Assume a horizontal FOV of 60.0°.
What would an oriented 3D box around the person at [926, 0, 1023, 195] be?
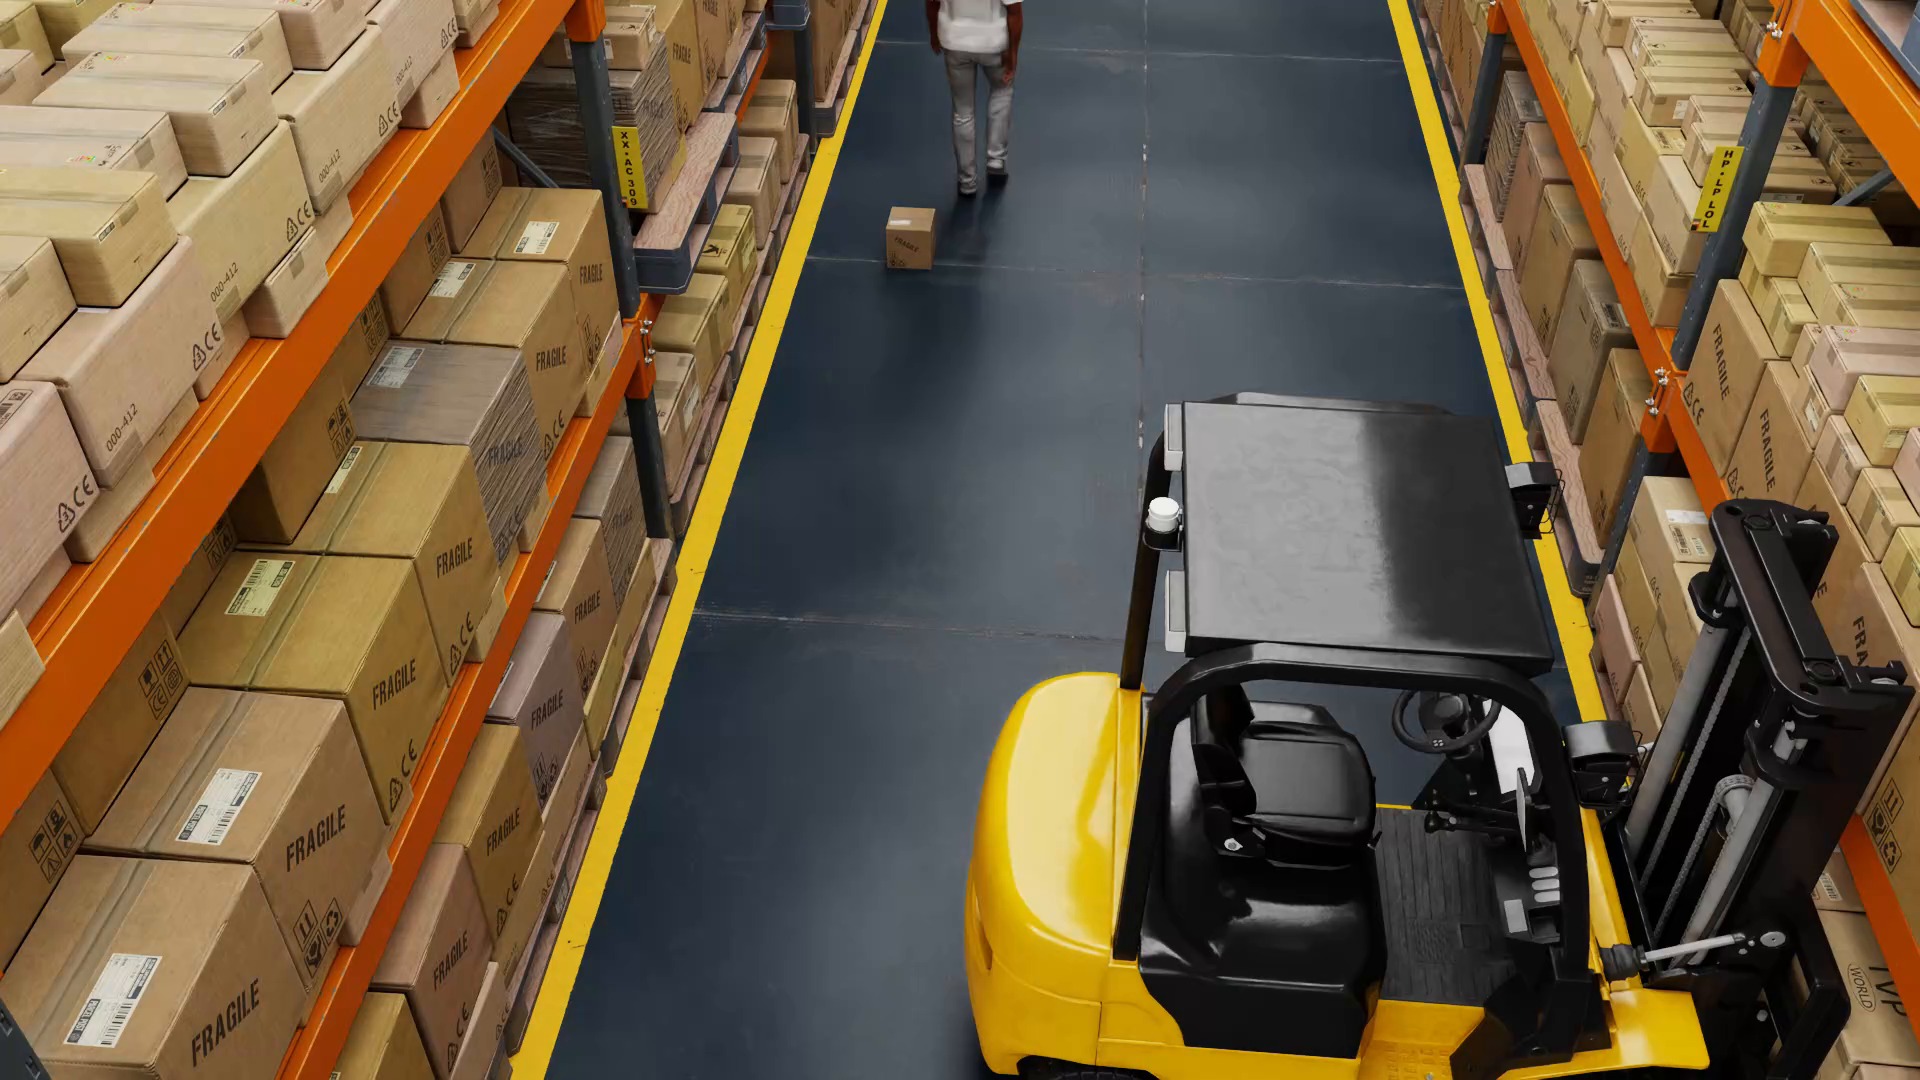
[{"bbox_3d":[0.084,-2.854,9.566,0.566,1.816,0.498,4,40,4],"label":"person"}]
